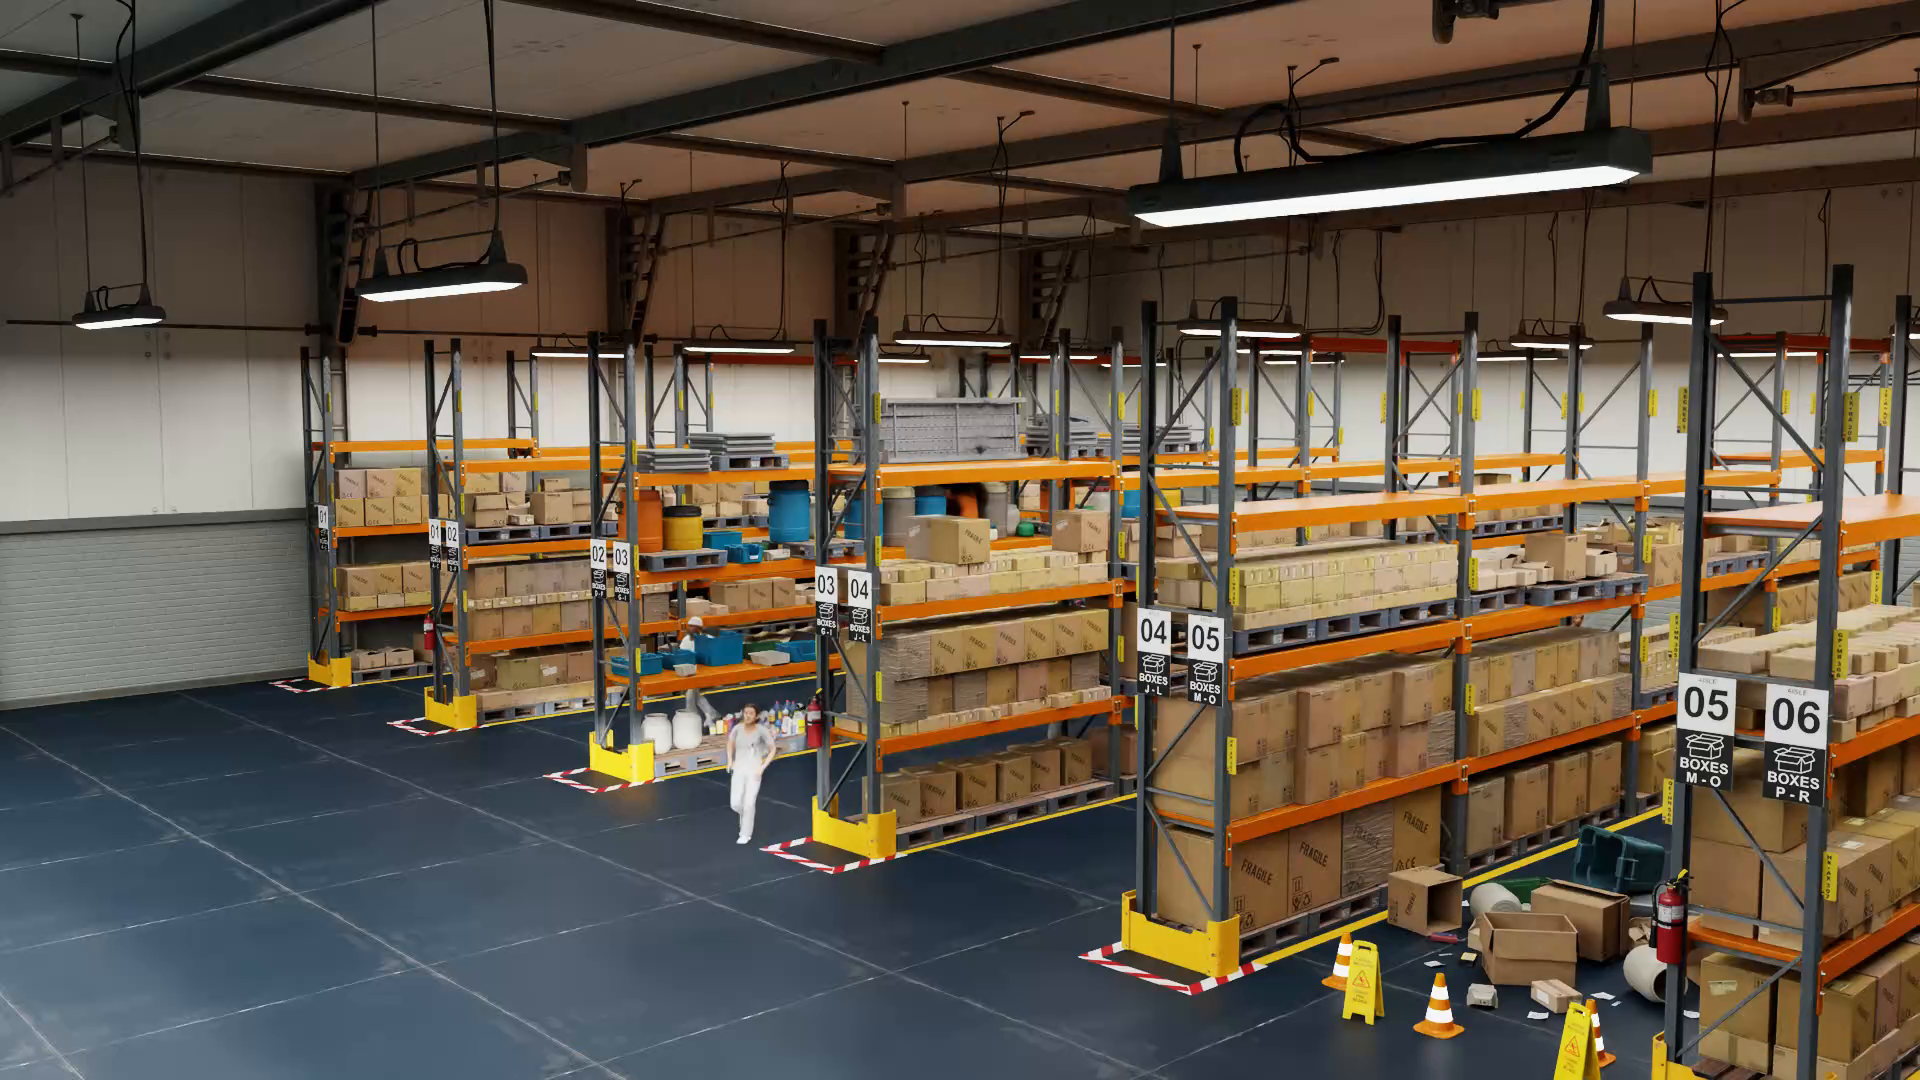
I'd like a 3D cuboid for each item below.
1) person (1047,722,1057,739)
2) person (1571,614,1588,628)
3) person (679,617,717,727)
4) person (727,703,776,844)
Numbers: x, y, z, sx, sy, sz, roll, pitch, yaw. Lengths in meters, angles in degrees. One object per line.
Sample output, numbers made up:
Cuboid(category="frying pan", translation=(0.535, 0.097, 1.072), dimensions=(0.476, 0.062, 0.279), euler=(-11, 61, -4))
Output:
Cuboid(category="person", translation=(1.428, 2.206, 24.528), dimensions=(0.607, 1.657, 0.841), euler=(3, 6, 34))
Cuboid(category="person", translation=(9.958, 1.972, 26.844), dimensions=(0.617, 1.657, 0.846), euler=(5, 7, 43))
Cuboid(category="person", translation=(-4.015, 2.040, 25.189), dimensions=(0.693, 1.770, 0.957), euler=(4, 7, 40))
Cuboid(category="person", translation=(-2.405, 2.720, 19.246), dimensions=(0.600, 1.532, 0.545), euler=(1, 5, 9))
